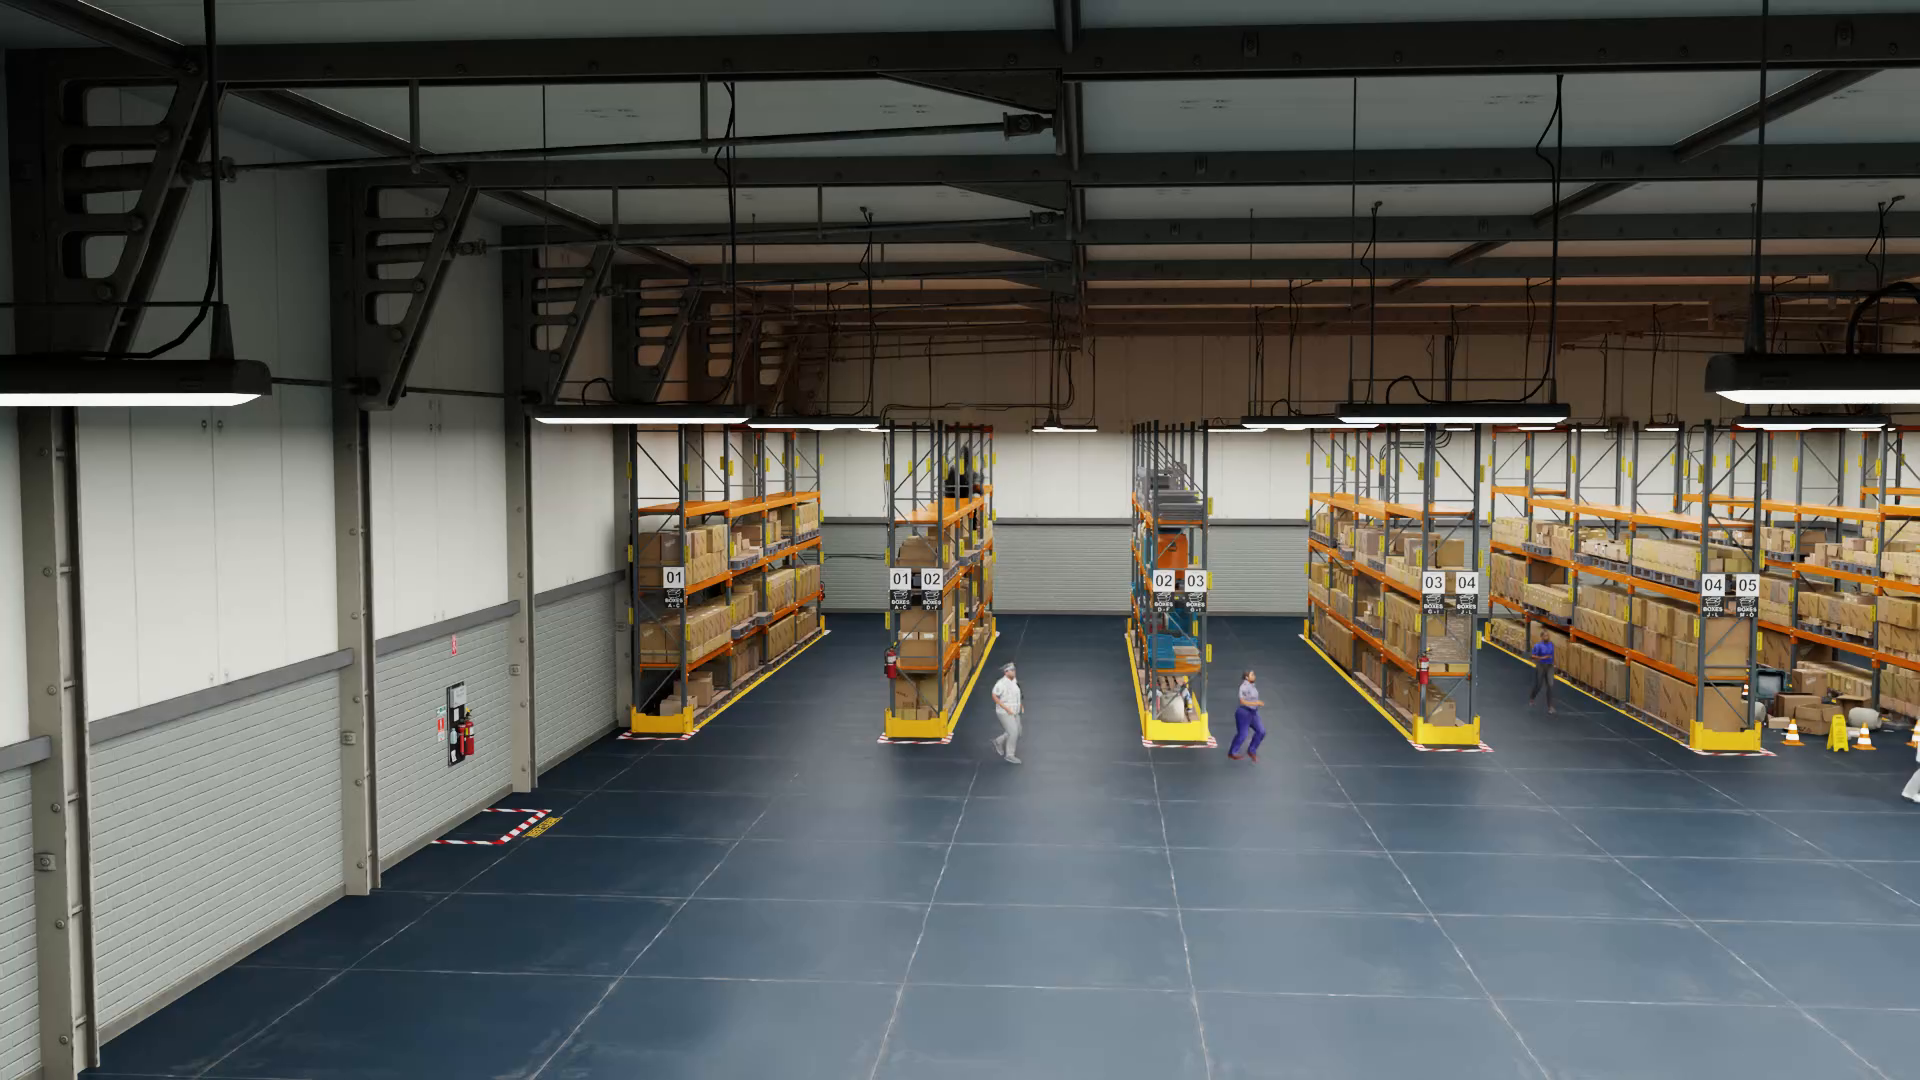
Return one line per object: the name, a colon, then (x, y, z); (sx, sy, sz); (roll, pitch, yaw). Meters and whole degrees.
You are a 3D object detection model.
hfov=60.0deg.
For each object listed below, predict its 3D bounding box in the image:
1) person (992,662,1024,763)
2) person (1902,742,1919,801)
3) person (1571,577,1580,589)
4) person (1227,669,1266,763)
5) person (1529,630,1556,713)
person: (0.798, 3.009, 29.187); (0.650, 1.762, 0.677); (2, 4, 34)
person: (15.044, 3.212, 25.664); (0.673, 1.727, 0.895); (-3, 5, -39)
person: (17.342, 1.873, 47.108); (0.855, 1.713, 0.605); (0, 4, -2)
person: (5.011, 3.175, 28.999); (0.708, 1.486, 0.589); (2, 4, 35)
person: (12.082, 2.719, 34.426); (0.604, 1.615, 0.900); (0, 4, -8)
